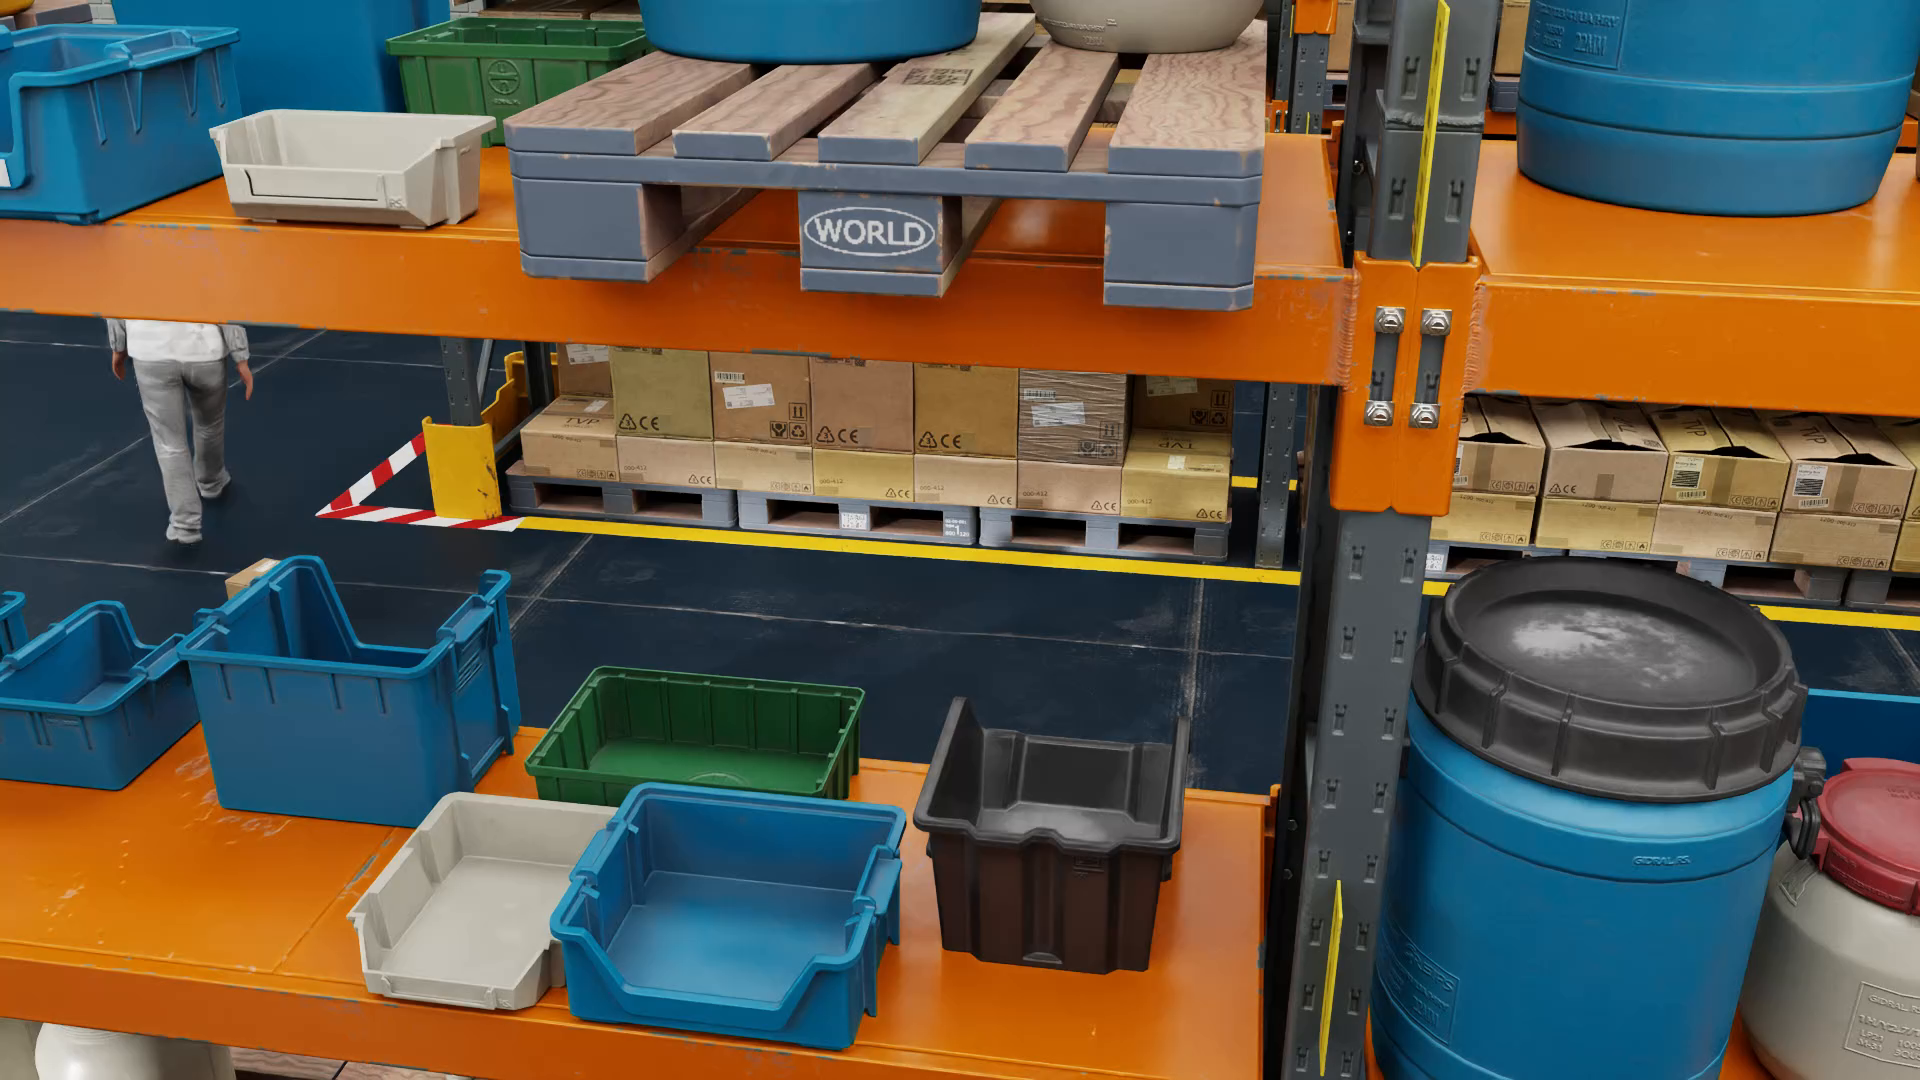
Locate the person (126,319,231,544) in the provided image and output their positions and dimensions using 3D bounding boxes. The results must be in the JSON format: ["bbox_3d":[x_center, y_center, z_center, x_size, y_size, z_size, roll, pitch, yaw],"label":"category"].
[{"bbox_3d":[-3.770,-0.910,8.061,0.480,1.716,0.999,-12,27,-24],"label":"person"}]
